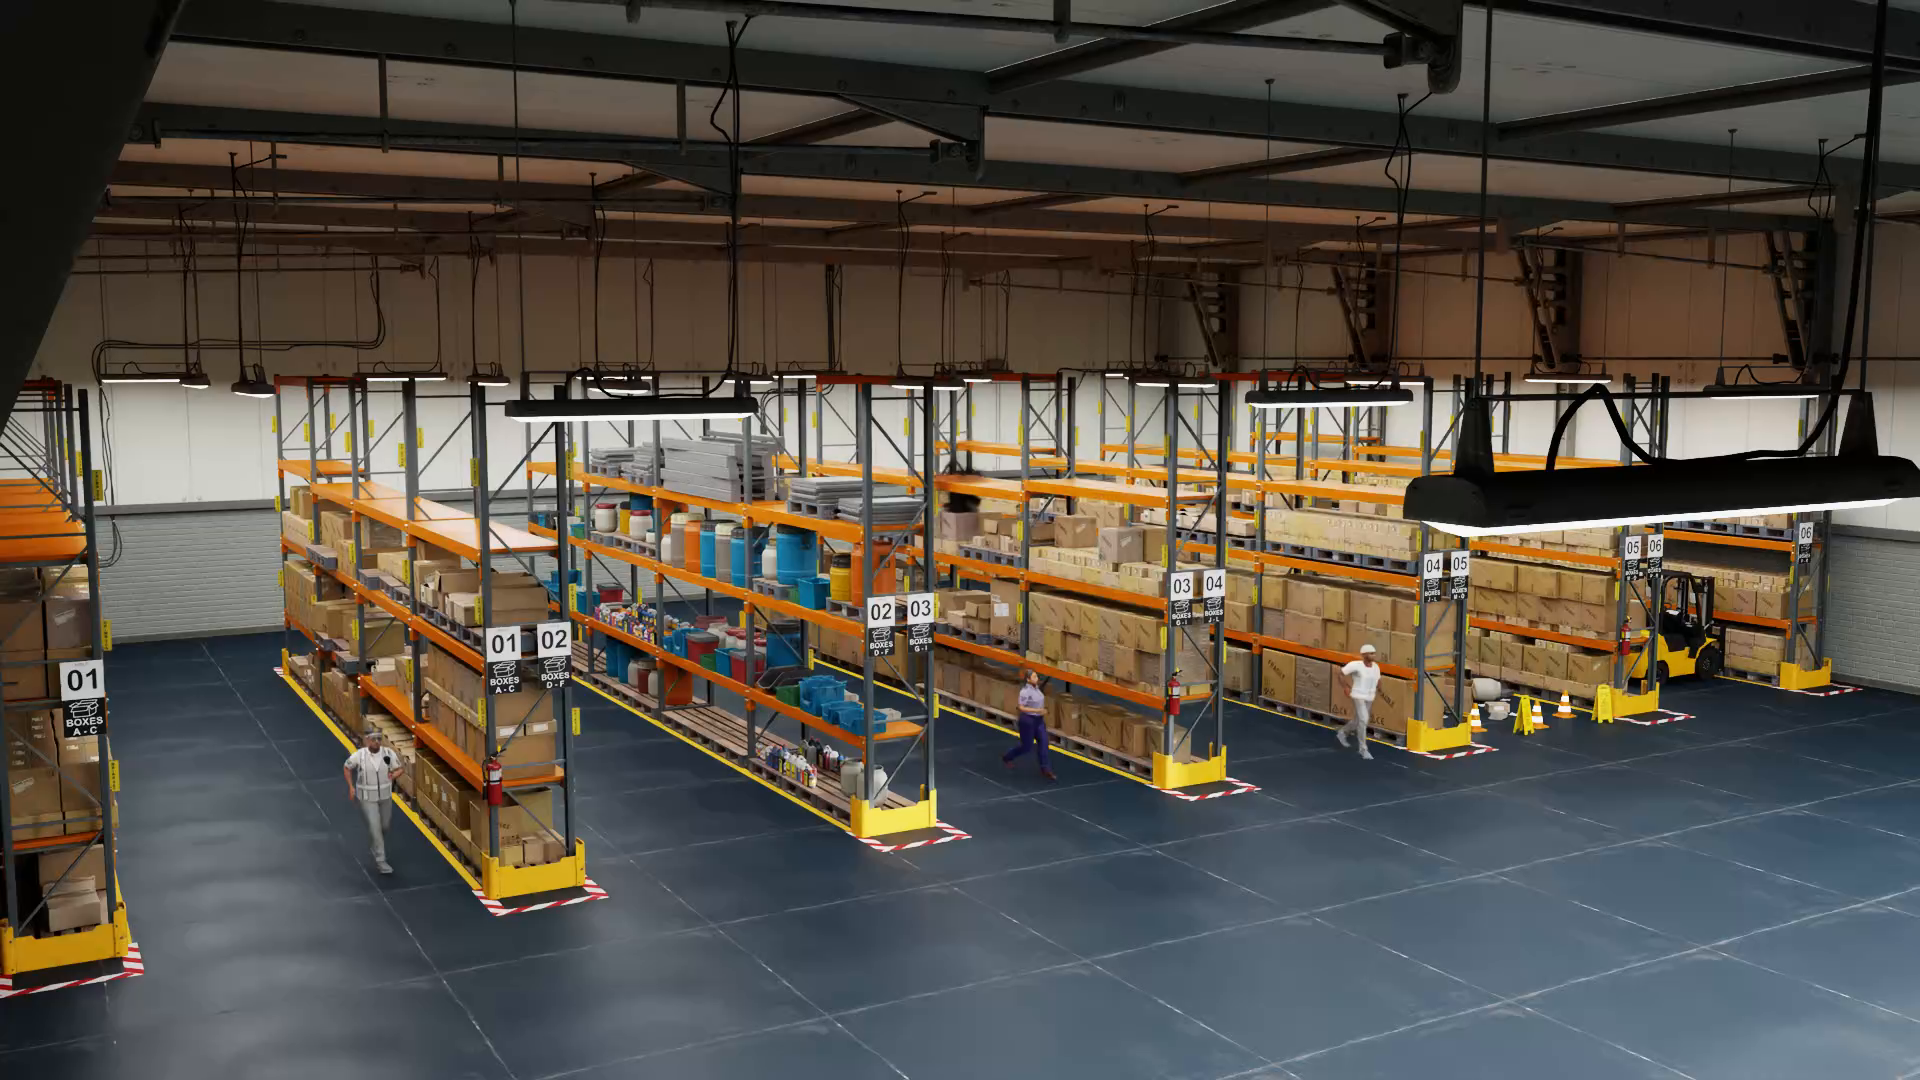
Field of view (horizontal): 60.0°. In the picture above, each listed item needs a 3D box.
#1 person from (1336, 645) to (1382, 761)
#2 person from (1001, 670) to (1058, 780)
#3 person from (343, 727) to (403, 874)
[{"bbox_3d":[6.456,2.547,26.667,0.729,1.770,0.935,-4,7,-32],"label":"person"},{"bbox_3d":[1.061,2.768,25.094,0.920,1.649,0.610,4,7,32],"label":"person"},{"bbox_3d":[-7.253,3.172,20.645,0.663,1.763,0.939,-5,8,-36],"label":"person"}]
